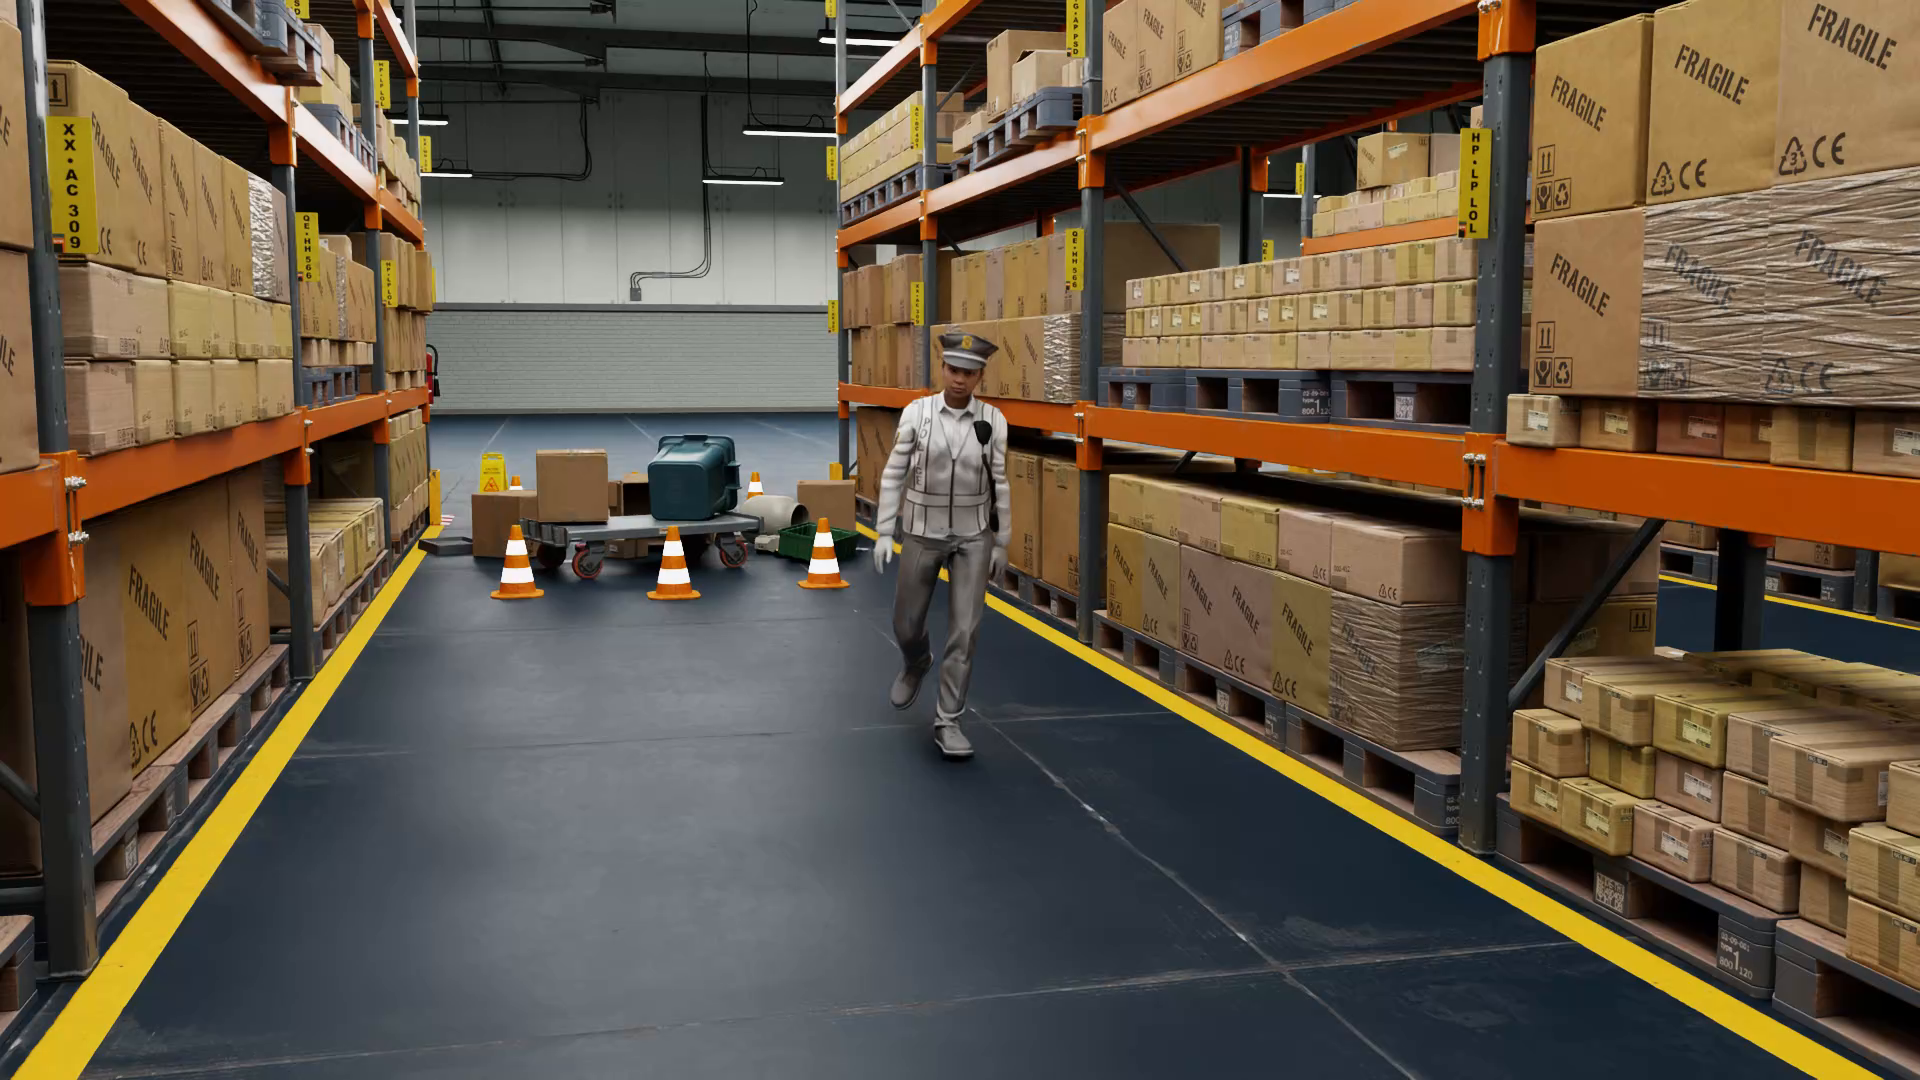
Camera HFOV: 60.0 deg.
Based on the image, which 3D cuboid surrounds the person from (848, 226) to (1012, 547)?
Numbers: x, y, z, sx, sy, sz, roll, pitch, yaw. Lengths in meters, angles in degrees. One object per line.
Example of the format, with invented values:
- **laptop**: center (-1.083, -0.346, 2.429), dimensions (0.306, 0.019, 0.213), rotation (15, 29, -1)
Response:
- **person**: center (-2.189, -1.048, 5.492), dimensions (4.986, 2.387, 22.365), rotation (-1, 6, -6)
